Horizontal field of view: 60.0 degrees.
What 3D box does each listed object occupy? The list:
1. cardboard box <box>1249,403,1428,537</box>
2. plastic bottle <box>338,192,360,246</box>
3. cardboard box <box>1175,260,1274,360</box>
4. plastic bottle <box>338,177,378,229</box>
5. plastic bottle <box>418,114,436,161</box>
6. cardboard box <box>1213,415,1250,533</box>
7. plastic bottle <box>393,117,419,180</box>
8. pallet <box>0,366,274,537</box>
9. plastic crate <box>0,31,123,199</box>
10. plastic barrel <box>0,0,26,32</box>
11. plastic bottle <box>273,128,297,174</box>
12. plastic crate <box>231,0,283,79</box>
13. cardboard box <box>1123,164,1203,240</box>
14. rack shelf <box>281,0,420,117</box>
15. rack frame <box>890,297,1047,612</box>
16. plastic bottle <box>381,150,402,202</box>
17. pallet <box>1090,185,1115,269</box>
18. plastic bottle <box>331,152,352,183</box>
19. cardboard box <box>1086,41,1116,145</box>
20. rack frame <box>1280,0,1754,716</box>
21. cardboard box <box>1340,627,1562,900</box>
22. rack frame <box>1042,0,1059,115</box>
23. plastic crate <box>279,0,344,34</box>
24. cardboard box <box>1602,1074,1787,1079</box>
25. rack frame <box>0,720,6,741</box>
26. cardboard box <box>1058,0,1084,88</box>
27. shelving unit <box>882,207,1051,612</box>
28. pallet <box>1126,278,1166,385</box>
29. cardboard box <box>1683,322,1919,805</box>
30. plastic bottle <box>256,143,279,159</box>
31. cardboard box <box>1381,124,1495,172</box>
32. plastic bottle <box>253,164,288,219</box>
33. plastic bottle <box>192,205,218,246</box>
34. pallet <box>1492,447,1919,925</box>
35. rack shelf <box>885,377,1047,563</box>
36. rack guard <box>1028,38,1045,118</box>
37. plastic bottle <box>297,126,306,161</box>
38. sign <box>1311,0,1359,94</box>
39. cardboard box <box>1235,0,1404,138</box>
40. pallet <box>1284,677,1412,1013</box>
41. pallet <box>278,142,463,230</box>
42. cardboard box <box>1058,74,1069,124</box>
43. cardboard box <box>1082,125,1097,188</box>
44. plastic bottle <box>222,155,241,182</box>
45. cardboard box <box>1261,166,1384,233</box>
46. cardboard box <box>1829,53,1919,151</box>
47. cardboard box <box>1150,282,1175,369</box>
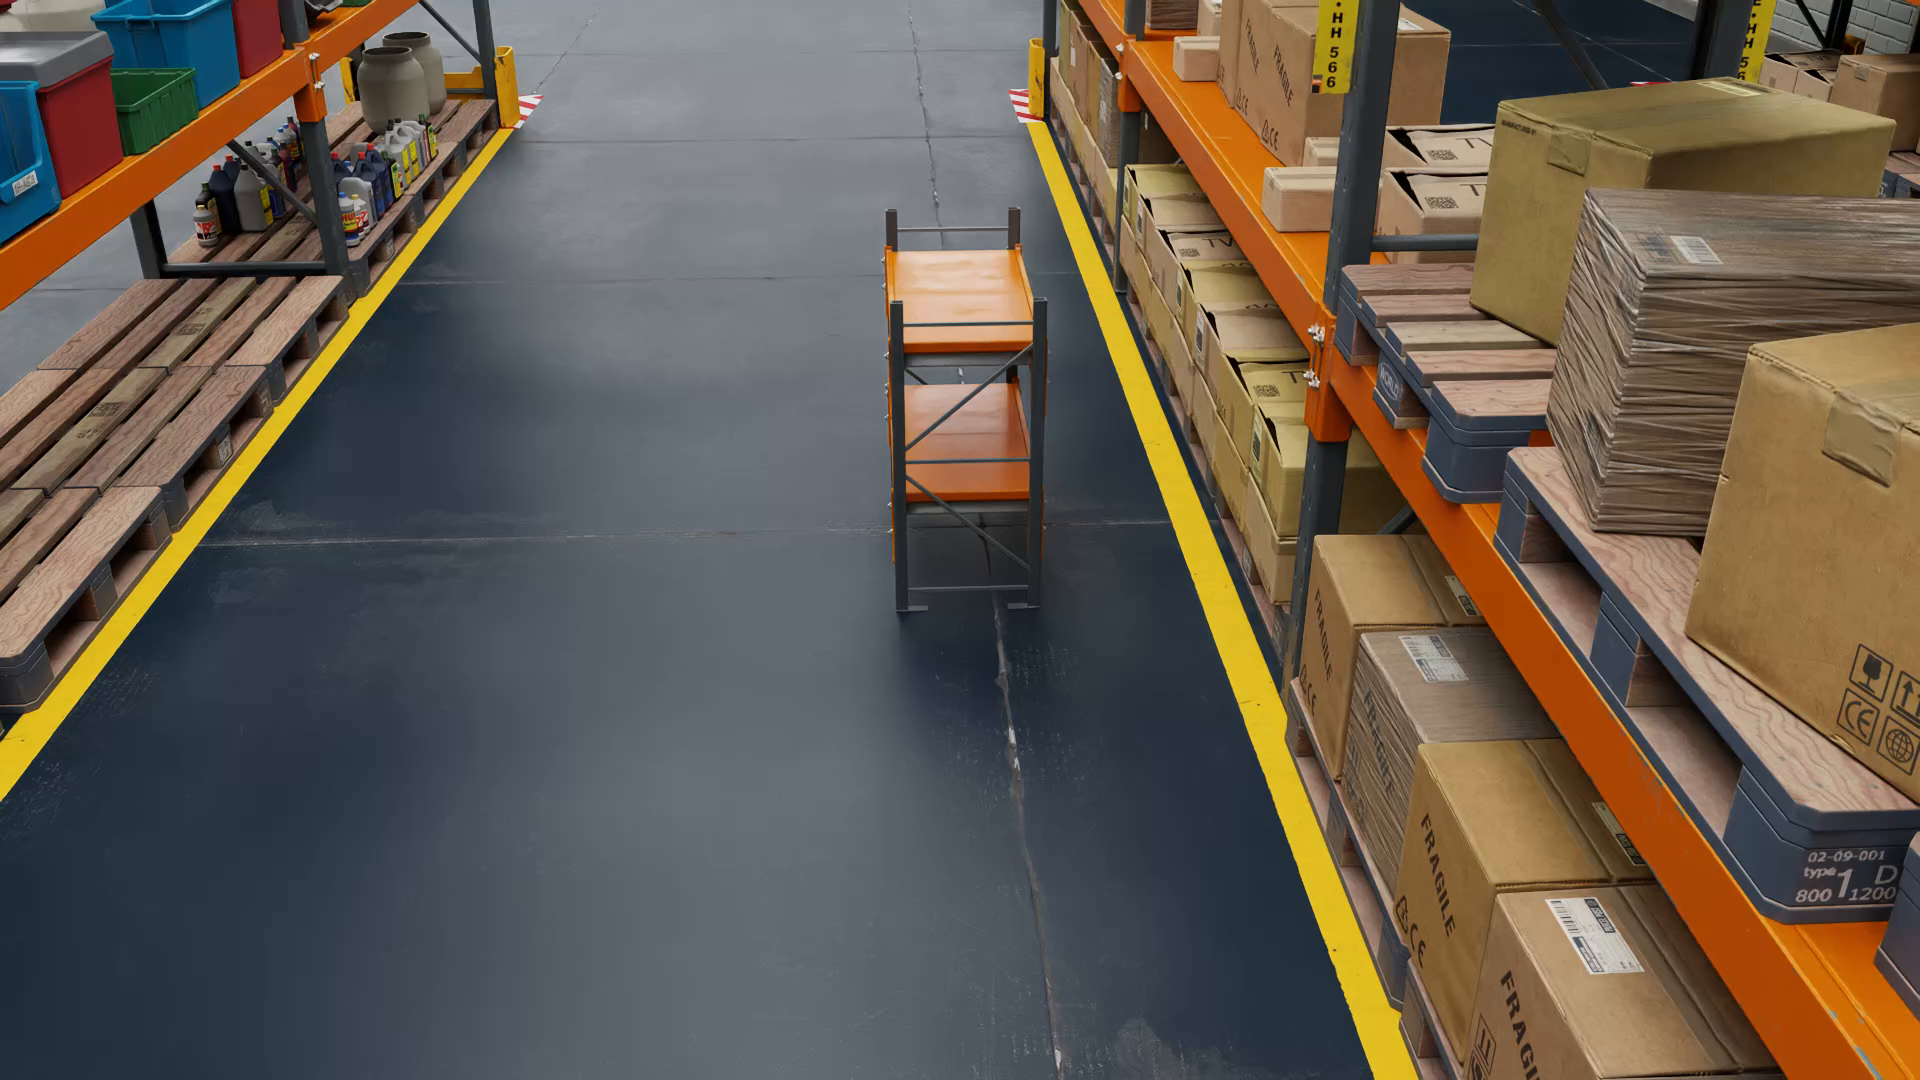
[{"bbox_3d":[1.247,-0.263,5.424,0.500,0.311,0.500,-1,28,-1],"label":"cardboard box"},{"bbox_3d":[-3.214,-1.684,8.710,0.097,0.271,0.097,0,28,0],"label":"plastic bottle"},{"bbox_3d":[1.166,-0.968,6.775,0.500,0.311,0.500,-1,28,-1],"label":"cardboard box"},{"bbox_3d":[-3.259,-1.835,8.994,0.152,0.276,0.135,0,28,-1],"label":"plastic bottle"},{"bbox_3d":[-3.286,-2.488,10.238,0.061,0.283,0.133,-1,28,-1],"label":"plastic bottle"},{"bbox_3d":[1.219,-0.254,6.012,0.500,0.250,0.500,-2,28,-3],"label":"cardboard box"},{"bbox_3d":[-3.305,-2.314,9.831,0.144,0.351,0.185,0,28,-1],"label":"plastic bottle"},{"bbox_3d":[-3.489,-0.378,6.747,1.003,0.211,1.213,-1,28,-3],"label":"pallet"},{"bbox_3d":[-3.205,-1.476,5.767,0.402,0.464,0.583,-1,28,-3],"label":"plastic crate"},{"bbox_3d":[-3.766,-1.815,6.340,0.433,0.535,0.433,0,28,0],"label":"plastic barrel"},{"bbox_3d":[-4.038,-2.324,9.938,0.097,0.271,0.097,0,28,0],"label":"plastic bottle"},{"bbox_3d":[-3.305,-2.353,7.449,0.402,0.464,0.583,-1,28,-3],"label":"plastic crate"},{"bbox_3d":[1.084,-1.678,8.136,0.500,0.311,0.500,-1,28,-2],"label":"cardboard box"},{"bbox_3d":[-3.740,-3.146,9.816,1.077,0.370,4.000,-1,28,-3],"label":"rack shelf"},{"bbox_3d":[0.027,-0.261,5.534,0.500,1.125,0.032,-1,28,-3],"label":"rack frame"},{"bbox_3d":[-3.240,-2.079,9.454,0.061,0.283,0.133,0,28,0],"label":"plastic bottle"},{"bbox_3d":[1.312,-1.791,9.455,1.003,0.211,1.213,-1,28,-3],"label":"pallet"},{"bbox_3d":[-3.407,-1.941,9.117,0.144,0.351,0.185,-1,28,-3],"label":"plastic bottle"},{"bbox_3d":[1.024,-2.629,9.756,0.500,0.500,0.500,-1,28,-3],"label":"cardboard box"},{"bbox_3d":[1.520,-0.812,4.563,1.000,3.000,0.127,-1,28,-3],"label":"rack frame"},{"bbox_3d":[1.291,0.560,4.159,0.500,0.500,0.500,-2,28,-5],"label":"cardboard box"},{"bbox_3d":[1.102,-4.506,11.646,1.000,3.000,0.127,-1,28,-3],"label":"rack frame"},{"bbox_3d":[-3.536,-2.758,8.362,0.767,0.338,0.504,-1,28,-3],"label":"plastic crate"},{"bbox_3d":[1.374,1.268,2.803,0.500,0.500,0.500,-1,28,-2],"label":"cardboard box"},{"bbox_3d":[-3.427,-0.694,4.337,1.000,3.000,0.127,-1,28,-3],"label":"rack frame"},{"bbox_3d":[0.936,-3.322,11.084,0.500,0.500,0.500,-1,28,-3],"label":"cardboard box"},{"bbox_3d":[0.000,-0.496,5.984,0.538,1.125,1.048,-1,28,-3],"label":"shelving unit"},{"bbox_3d":[1.389,-1.083,8.099,1.003,0.211,1.213,-1,28,-3],"label":"pallet"},{"bbox_3d":[1.575,-0.009,2.462,0.700,0.500,0.500,-8,29,-16],"label":"cardboard box"},{"bbox_3d":[-3.988,-2.132,9.563,0.152,0.276,0.135,-1,28,-2],"label":"plastic bottle"},{"bbox_3d":[1.667,-1.190,5.384,0.500,0.311,0.500,-2,28,-3],"label":"cardboard box"},{"bbox_3d":[-3.820,-1.923,9.162,0.152,0.276,0.135,-1,28,-3],"label":"plastic bottle"},{"bbox_3d":[-3.966,-1.655,8.731,0.097,0.201,0.097,0,28,0],"label":"plastic bottle"},{"bbox_3d":[1.626,0.171,2.885,1.003,0.211,1.213,-1,28,-3],"label":"pallet"},{"bbox_3d":[0.000,-0.279,6.097,0.538,0.278,1.000,-1,28,-3],"label":"rack shelf"},{"bbox_3d":[1.101,-3.409,12.246,1.175,0.500,0.348,-1,28,-3],"label":"rack guard"},{"bbox_3d":[-4.056,-2.450,10.254,0.097,0.201,0.097,0,28,0],"label":"plastic bottle"},{"bbox_3d":[0.966,-1.310,4.266,0.100,0.325,0.005,-1,28,-3],"label":"sign"},{"bbox_3d":[1.389,-1.874,6.491,0.500,0.500,0.500,-1,28,-3],"label":"cardboard box"},{"bbox_3d":[1.521,0.770,4.545,1.003,0.211,1.213,-1,28,-3],"label":"pallet"},{"bbox_3d":[-3.696,-2.181,10.203,1.003,0.211,1.213,-1,28,-3],"label":"pallet"},{"bbox_3d":[0.938,-2.989,11.257,0.500,0.250,0.500,-1,28,-3],"label":"cardboard box"},{"bbox_3d":[1.012,-2.297,9.929,0.500,0.250,0.500,-1,28,-3],"label":"cardboard box"},{"bbox_3d":[-3.967,-1.941,9.116,0.144,0.351,0.185,-3,28,-5],"label":"plastic bottle"},{"bbox_3d":[1.197,-1.109,5.404,0.380,0.149,0.250,-1,28,-3],"label":"cardboard box"},{"bbox_3d":[6.014,-2.789,10.582,0.700,0.500,0.500,-3,28,-6],"label":"cardboard box"},{"bbox_3d":[1.140,-0.959,7.363,0.500,0.250,0.500,-2,28,-4],"label":"cardboard box"}]
